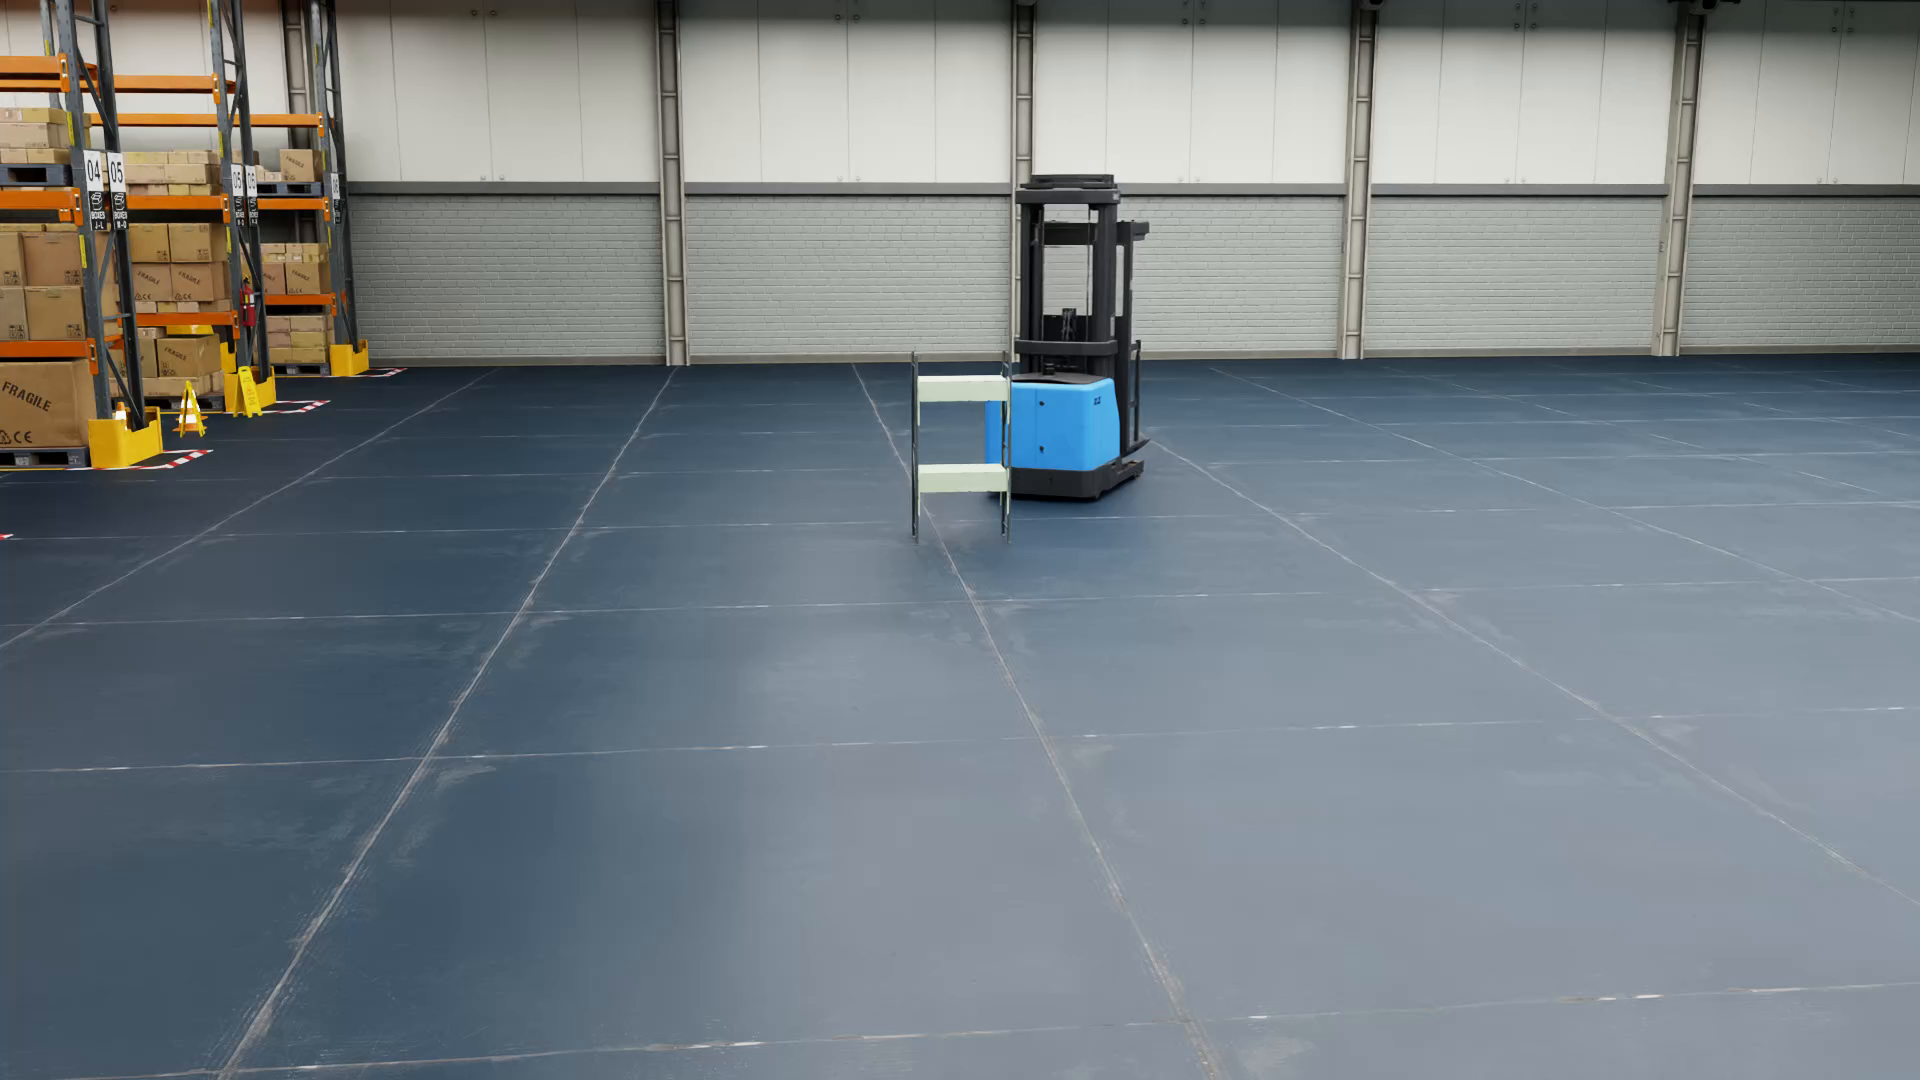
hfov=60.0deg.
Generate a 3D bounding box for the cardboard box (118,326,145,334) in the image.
[{"bbox_3d":[-10.891,-2.724,21.860,0.250,0.149,0.380,-1,11,-5],"label":"cardboard box"}]

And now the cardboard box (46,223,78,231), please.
[{"bbox_3d":[-11.510,-3.882,21.718,0.500,0.500,0.700,-1,11,-6],"label":"cardboard box"}]

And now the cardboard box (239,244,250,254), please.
[{"bbox_3d":[-11.390,-4.650,26.535,0.250,0.149,0.380,-1,11,-5],"label":"cardboard box"}]

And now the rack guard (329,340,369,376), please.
[{"bbox_3d":[-10.031,-2.998,27.323,0.348,0.500,1.175,-1,11,-6],"label":"rack guard"}]

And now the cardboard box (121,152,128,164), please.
[{"bbox_3d":[-10.833,-4.943,21.542,0.250,0.149,0.380,-1,11,-6],"label":"cardboard box"}]

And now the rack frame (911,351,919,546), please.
[{"bbox_3d":[-0.357,-0.728,13.185,0.023,1.500,0.400,-1,11,-6],"label":"rack frame"}]

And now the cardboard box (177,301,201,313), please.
[{"bbox_3d":[-10.104,-3.074,21.879,0.250,0.149,0.380,-1,11,-7],"label":"cardboard box"}]

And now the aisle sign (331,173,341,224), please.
[{"bbox_3d":[-9.958,-5.445,26.549,0.004,0.787,0.394,-1,11,-6],"label":"aisle sign"}]

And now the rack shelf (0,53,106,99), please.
[{"bbox_3d":[-10.868,-4.678,16.737,4.000,0.370,1.077,-1,11,-6],"label":"rack shelf"}]

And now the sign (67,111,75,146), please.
[{"bbox_3d":[-8.835,-4.088,16.522,0.005,0.325,0.100,-1,11,-6],"label":"sign"}]

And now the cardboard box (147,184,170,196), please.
[{"bbox_3d":[-10.351,-4.549,21.609,0.250,0.149,0.380,-1,11,-4],"label":"cardboard box"}]

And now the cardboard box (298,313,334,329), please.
[{"bbox_3d":[-10.553,-3.598,27.341,0.500,0.250,0.500,-1,11,-7],"label":"cardboard box"}]

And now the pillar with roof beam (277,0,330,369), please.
[{"bbox_3d":[-10.379,-6.501,23.107,0.400,9.000,9.100,-1,11,-6],"label":"pillar with roof beam"}]

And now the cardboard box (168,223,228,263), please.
[{"bbox_3d":[-9.999,-3.906,21.836,0.500,0.500,0.700,-1,11,-7],"label":"cardboard box"}]

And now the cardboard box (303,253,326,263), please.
[{"bbox_3d":[-10.369,-4.531,26.697,0.250,0.149,0.380,-1,11,-5],"label":"cardboard box"}]

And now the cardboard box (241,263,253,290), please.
[{"bbox_3d":[-11.542,-4.193,26.661,0.500,0.500,0.500,-1,11,-7],"label":"cardboard box"}]

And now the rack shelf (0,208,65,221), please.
[{"bbox_3d":[-16.020,-5.218,26.224,4.000,0.370,1.077,-1,11,-6],"label":"rack shelf"}]

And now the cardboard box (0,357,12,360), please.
[{"bbox_3d":[-10.421,-1.443,17.353,0.875,0.875,0.875,-1,11,-7],"label":"cardboard box"}]

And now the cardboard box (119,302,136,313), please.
[{"bbox_3d":[-10.883,-3.083,21.926,0.250,0.149,0.380,-1,11,-5],"label":"cardboard box"}]

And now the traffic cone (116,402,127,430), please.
[{"bbox_3d":[-9.561,-1.342,18.994,0.334,0.463,0.336,-1,11,-6],"label":"traffic cone"}]

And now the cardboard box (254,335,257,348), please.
[{"bbox_3d":[-11.516,-3.233,26.782,0.500,0.250,0.500,-1,11,-7],"label":"cardboard box"}]

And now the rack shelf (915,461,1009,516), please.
[{"bbox_3d":[0.007,-0.416,13.287,0.720,0.370,0.431,-1,11,-6],"label":"rack shelf"}]

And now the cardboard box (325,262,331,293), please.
[{"bbox_3d":[-10.577,-4.316,27.288,0.500,0.500,0.500,-1,11,-4],"label":"cardboard box"}]

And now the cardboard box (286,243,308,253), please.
[{"bbox_3d":[-10.630,-4.679,26.678,0.250,0.149,0.380,-1,11,-6],"label":"cardboard box"}]

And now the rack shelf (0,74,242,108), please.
[{"bbox_3d":[-11.503,-5.820,21.517,4.000,0.370,1.077,-1,11,-6],"label":"rack shelf"}]

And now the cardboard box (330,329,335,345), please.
[{"bbox_3d":[-10.545,-3.356,27.409,0.500,0.250,0.500,-1,11,-5],"label":"cardboard box"}]

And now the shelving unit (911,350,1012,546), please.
[{"bbox_3d":[0.007,-0.736,13.224,0.755,1.500,0.431,-1,11,-6],"label":"shelving unit"}]

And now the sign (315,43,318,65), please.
[{"bbox_3d":[-10.010,-7.561,25.872,0.005,0.325,0.100,-1,11,-6],"label":"sign"}]

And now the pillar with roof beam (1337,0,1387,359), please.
[{"bbox_3d":[7.515,-6.876,25.014,0.548,9.000,9.100,-1,11,-6],"label":"pillar with roof beam"}]

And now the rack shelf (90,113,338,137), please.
[{"bbox_3d":[-12.043,-6.577,26.397,4.000,0.370,1.077,-1,11,-6],"label":"rack shelf"}]

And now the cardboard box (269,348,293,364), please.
[{"bbox_3d":[-10.983,-3.002,26.903,0.500,0.250,0.500,-1,11,-6],"label":"cardboard box"}]

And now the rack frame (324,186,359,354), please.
[{"bbox_3d":[-10.055,-4.224,27.079,0.127,3.000,1.000,-1,11,-6],"label":"rack frame"}]

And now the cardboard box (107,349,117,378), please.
[{"bbox_3d":[-11.304,-2.410,21.946,0.500,0.500,0.500,-1,11,-7],"label":"cardboard box"}]

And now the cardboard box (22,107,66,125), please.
[{"bbox_3d":[-9.178,-4.248,16.661,0.250,0.149,0.380,-1,11,-6],"label":"cardboard box"}]

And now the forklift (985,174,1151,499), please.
[{"bbox_3d":[1.195,-2.053,16.214,1.130,2.935,3.031,4,12,20],"label":"forklift"}]

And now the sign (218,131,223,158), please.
[{"bbox_3d":[-9.475,-5.072,21.320,0.005,0.325,0.100,-1,11,-6],"label":"sign"}]

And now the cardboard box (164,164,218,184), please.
[{"bbox_3d":[-9.995,-4.754,21.617,0.500,0.250,0.500,-1,11,-7],"label":"cardboard box"}]

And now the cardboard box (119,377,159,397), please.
[{"bbox_3d":[-10.805,-2.052,22.067,0.500,0.250,0.500,-1,11,-6],"label":"cardboard box"}]

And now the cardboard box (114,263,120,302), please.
[{"bbox_3d":[-11.021,-3.384,21.775,0.500,0.500,0.500,-1,11,-6],"label":"cardboard box"}]

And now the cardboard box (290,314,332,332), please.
[{"bbox_3d":[-10.479,-3.502,26.855,0.500,0.250,0.500,-1,11,-4],"label":"cardboard box"}]

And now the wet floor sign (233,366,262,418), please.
[{"bbox_3d":[-9.211,-1.916,21.441,0.232,0.644,0.267,3,11,14],"label":"wet floor sign"}]

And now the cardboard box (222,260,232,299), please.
[{"bbox_3d":[-10.016,-3.511,22.420,0.500,0.500,0.500,-1,11,-7],"label":"cardboard box"}]

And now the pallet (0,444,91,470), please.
[{"bbox_3d":[-9.666,-0.925,17.528,1.213,0.211,1.003,-1,11,-6],"label":"pallet"}]

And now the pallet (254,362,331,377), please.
[{"bbox_3d":[-10.810,-2.832,27.226,1.213,0.211,1.003,-1,11,-6],"label":"pallet"}]

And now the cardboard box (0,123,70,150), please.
[{"bbox_3d":[-9.336,-4.061,16.742,0.500,0.250,0.500,-1,11,-5],"label":"cardboard box"}]

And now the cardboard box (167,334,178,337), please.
[{"bbox_3d":[-10.890,-2.521,22.512,0.500,0.500,0.500,-2,11,-8],"label":"cardboard box"}]

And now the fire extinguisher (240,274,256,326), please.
[{"bbox_3d":[-9.351,-3.149,21.808,0.183,0.674,0.296,-1,11,-6],"label":"fire extinguisher"}]

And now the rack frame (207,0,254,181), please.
[{"bbox_3d":[-9.515,-6.216,21.659,0.127,3.000,1.000,-1,11,-6],"label":"rack frame"}]

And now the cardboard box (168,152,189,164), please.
[{"bbox_3d":[-10.080,-4.951,21.582,0.250,0.149,0.380,-1,11,-5],"label":"cardboard box"}]

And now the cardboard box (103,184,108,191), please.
[{"bbox_3d":[-11.116,-4.539,21.554,0.250,0.149,0.380,-2,11,-8],"label":"cardboard box"}]

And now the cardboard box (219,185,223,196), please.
[{"bbox_3d":[-9.880,-4.676,22.254,0.250,0.149,0.380,-1,11,-6],"label":"cardboard box"}]

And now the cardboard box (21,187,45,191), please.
[{"bbox_3d":[-11.864,-4.507,21.394,0.250,0.149,0.380,-1,11,-7],"label":"cardboard box"}]

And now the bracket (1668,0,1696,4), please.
[{"bbox_3d":[12.641,-9.516,29.112,0.430,0.232,0.235,-1,11,-6],"label":"bracket"}]

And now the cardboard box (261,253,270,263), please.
[{"bbox_3d":[-11.132,-4.523,26.658,0.250,0.149,0.380,-1,11,-6],"label":"cardboard box"}]

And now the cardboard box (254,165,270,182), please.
[{"bbox_3d":[-11.098,-5.804,26.342,0.258,0.266,0.396,-1,11,-6],"label":"cardboard box"}]

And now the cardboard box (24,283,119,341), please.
[{"bbox_3d":[-9.244,-2.382,17.322,0.550,0.550,0.875,-1,11,-6],"label":"cardboard box"}]

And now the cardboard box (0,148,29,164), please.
[{"bbox_3d":[-9.424,-3.852,16.713,0.250,0.149,0.380,-1,11,-6],"label":"cardboard box"}]
